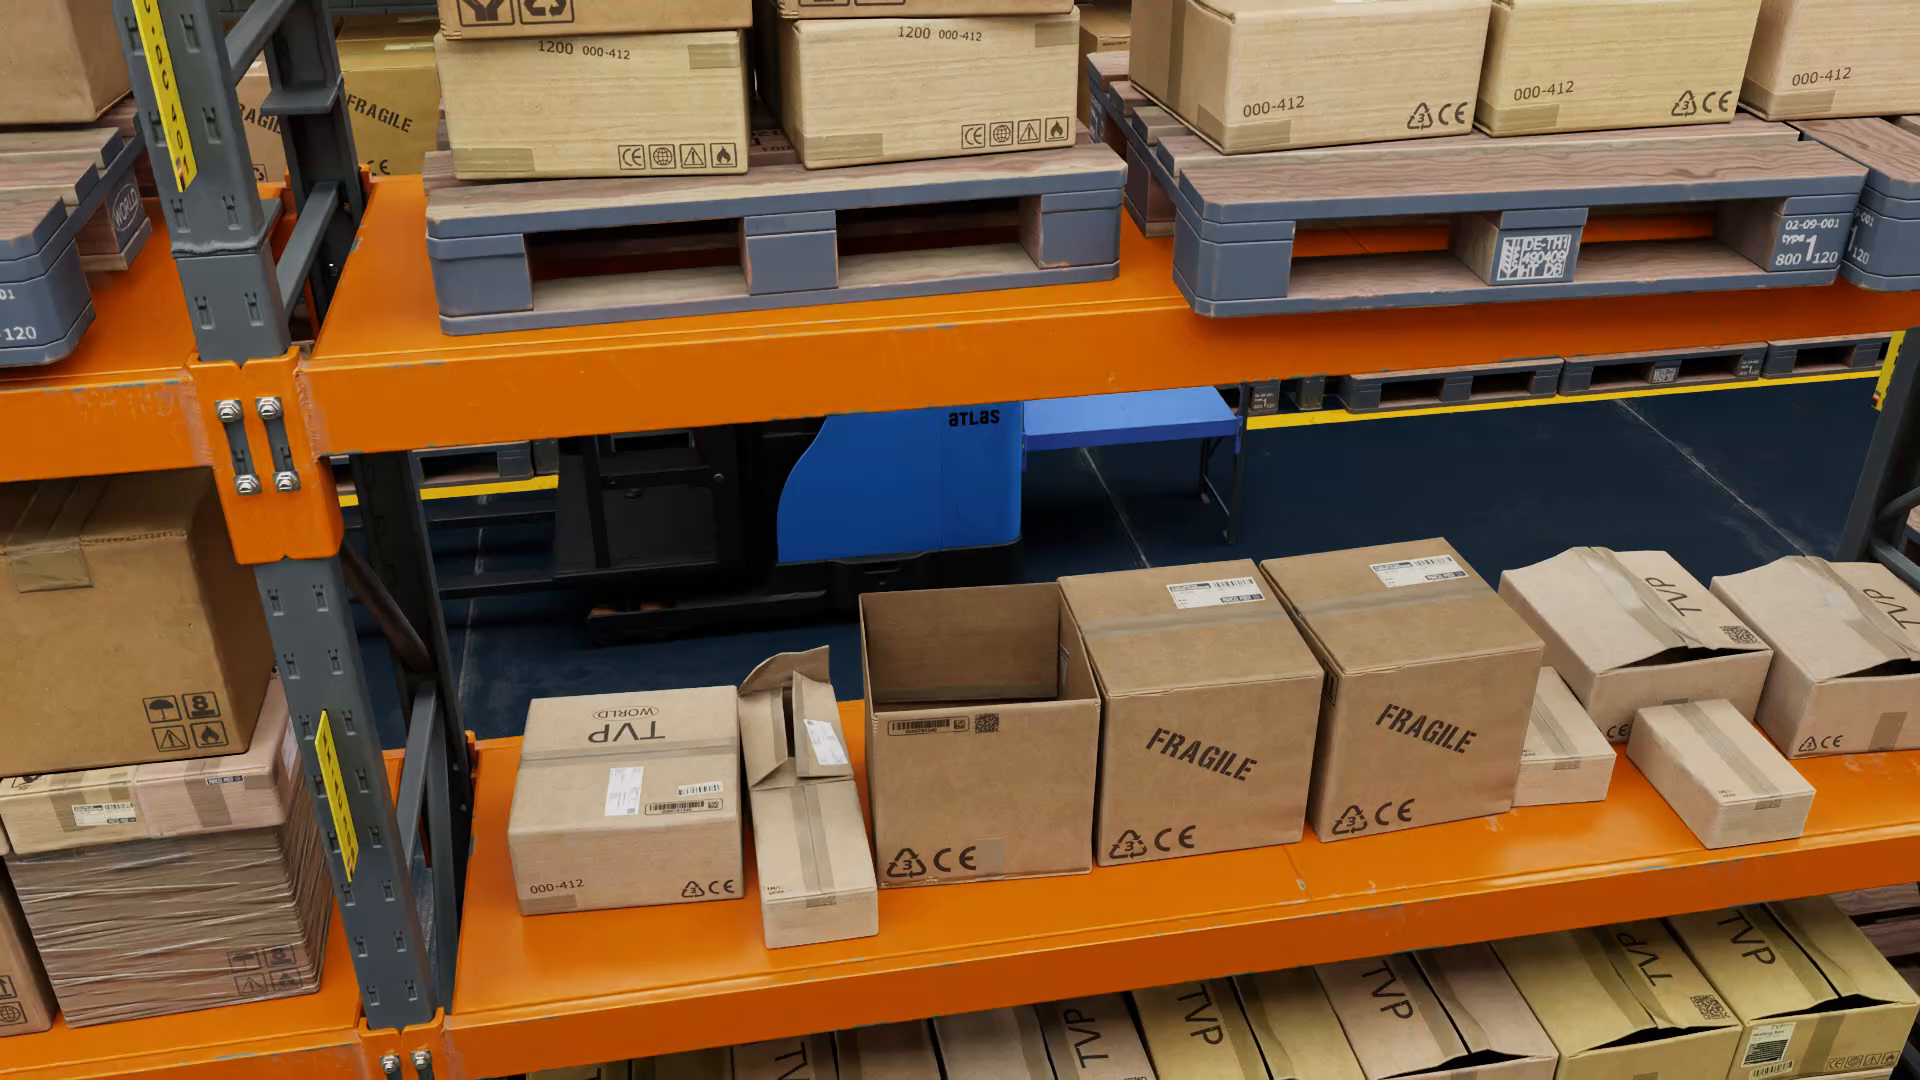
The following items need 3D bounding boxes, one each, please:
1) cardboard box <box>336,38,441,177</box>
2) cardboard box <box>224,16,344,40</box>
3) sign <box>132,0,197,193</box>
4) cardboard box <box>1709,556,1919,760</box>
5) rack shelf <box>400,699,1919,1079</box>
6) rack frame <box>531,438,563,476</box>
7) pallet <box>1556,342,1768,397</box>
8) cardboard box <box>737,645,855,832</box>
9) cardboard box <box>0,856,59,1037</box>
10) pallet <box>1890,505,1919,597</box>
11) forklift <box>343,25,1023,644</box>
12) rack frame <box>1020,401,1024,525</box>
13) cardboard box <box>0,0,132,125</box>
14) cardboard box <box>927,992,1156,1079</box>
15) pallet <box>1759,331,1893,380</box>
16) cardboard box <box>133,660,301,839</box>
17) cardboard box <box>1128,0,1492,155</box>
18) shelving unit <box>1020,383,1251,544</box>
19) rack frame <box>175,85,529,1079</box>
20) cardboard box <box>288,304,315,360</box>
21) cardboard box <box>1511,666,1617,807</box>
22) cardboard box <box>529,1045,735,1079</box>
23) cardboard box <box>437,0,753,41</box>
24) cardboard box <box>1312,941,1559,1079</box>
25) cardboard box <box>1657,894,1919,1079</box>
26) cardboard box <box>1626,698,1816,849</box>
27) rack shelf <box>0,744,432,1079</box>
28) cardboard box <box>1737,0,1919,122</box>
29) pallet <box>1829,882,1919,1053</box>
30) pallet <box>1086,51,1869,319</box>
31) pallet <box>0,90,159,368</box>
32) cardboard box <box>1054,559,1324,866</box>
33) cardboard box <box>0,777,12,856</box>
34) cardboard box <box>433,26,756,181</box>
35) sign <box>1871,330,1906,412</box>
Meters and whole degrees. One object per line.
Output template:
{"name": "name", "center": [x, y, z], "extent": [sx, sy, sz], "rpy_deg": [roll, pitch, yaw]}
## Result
{"name": "cardboard box", "center": [-2.550, -1.936, 7.471], "extent": [0.500, 0.500, 0.500], "rpy_deg": [-5, 31, -9]}
{"name": "cardboard box", "center": [-3.150, -2.149, 7.834], "extent": [0.500, 0.500, 0.500], "rpy_deg": [-5, 31, -9]}
{"name": "sign", "center": [-1.143, -0.670, 2.382], "extent": [0.005, 0.325, 0.100], "rpy_deg": [-5, 31, -9]}
{"name": "cardboard box", "center": [2.324, 0.288, 4.388], "extent": [0.500, 0.311, 0.500], "rpy_deg": [-3, 31, -6]}
{"name": "rack shelf", "center": [0.723, 0.731, 4.257], "extent": [4.000, 0.370, 1.077], "rpy_deg": [-5, 31, -9]}
{"name": "rack frame", "center": [-2.141, -1.866, 7.964], "extent": [0.127, 3.000, 1.000], "rpy_deg": [-5, 31, -9]}
{"name": "pallet", "center": [3.781, -1.173, 9.537], "extent": [1.213, 0.211, 1.003], "rpy_deg": [-5, 31, -9]}
{"name": "cardboard box", "center": [-0.413, 0.490, 4.090], "extent": [0.258, 0.266, 0.396], "rpy_deg": [-6, 31, -10]}
{"name": "cardboard box", "center": [-2.198, 0.656, 3.577], "extent": [0.500, 0.500, 0.700], "rpy_deg": [-6, 31, -9]}
{"name": "pallet", "center": [3.344, 0.224, 4.598], "extent": [1.003, 0.211, 1.213], "rpy_deg": [-5, 31, -9]}
{"name": "forklift", "center": [-1.292, -1.115, 6.754], "extent": [3.031, 2.935, 1.130], "rpy_deg": [-5, 31, -8]}
{"name": "rack frame", "center": [0.219, -0.665, 7.401], "extent": [0.032, 1.500, 0.500], "rpy_deg": [-5, 31, -8]}
{"name": "cardboard box", "center": [-1.788, -1.059, 2.982], "extent": [0.500, 0.500, 0.500], "rpy_deg": [-3, 31, -5]}
{"name": "cardboard box", "center": [0.209, 1.362, 4.220], "extent": [0.500, 0.311, 0.500], "rpy_deg": [-6, 31, -11]}
{"name": "pallet", "center": [4.983, -1.286, 9.729], "extent": [1.213, 0.211, 1.003], "rpy_deg": [-5, 31, -9]}
{"name": "cardboard box", "center": [-1.474, 0.413, 3.350], "extent": [0.250, 0.149, 0.380], "rpy_deg": [-5, 31, -9]}
{"name": "cardboard box", "center": [0.647, -0.950, 3.180], "extent": [0.500, 0.250, 0.500], "rpy_deg": [-8, 31, -13]}
{"name": "shelving unit", "center": [0.720, -0.708, 7.475], "extent": [1.048, 1.500, 0.538], "rpy_deg": [-5, 31, -8]}
{"name": "rack frame", "center": [-1.245, 0.604, 3.764], "extent": [0.127, 3.000, 1.000], "rpy_deg": [-5, 31, -9]}
{"name": "cardboard box", "center": [-3.154, -0.863, 8.291], "extent": [0.500, 0.500, 0.500], "rpy_deg": [-8, 31, -13]}
{"name": "cardboard box", "center": [1.446, 0.491, 4.203], "extent": [0.250, 0.149, 0.380], "rpy_deg": [-3, 31, -5]}
{"name": "cardboard box", "center": [-0.793, 1.453, 4.065], "extent": [0.500, 0.311, 0.500], "rpy_deg": [-5, 31, -9]}
{"name": "cardboard box", "center": [-0.631, -1.166, 2.808], "extent": [0.500, 0.500, 0.500], "rpy_deg": [-5, 31, -8]}
{"name": "cardboard box", "center": [1.212, 1.267, 4.381], "extent": [0.500, 0.311, 0.500], "rpy_deg": [-5, 31, -9]}
{"name": "cardboard box", "center": [2.219, 1.172, 4.543], "extent": [0.500, 0.311, 0.500], "rpy_deg": [-5, 31, -8]}
{"name": "cardboard box", "center": [1.855, 0.567, 4.075], "extent": [0.250, 0.149, 0.380], "rpy_deg": [-5, 31, -9]}
{"name": "rack shelf", "center": [-3.212, 1.096, 3.636], "extent": [4.000, 0.370, 1.077], "rpy_deg": [-5, 31, -9]}
{"name": "cardboard box", "center": [1.741, -1.045, 3.341], "extent": [0.500, 0.250, 0.500], "rpy_deg": [-4, 31, -8]}
{"name": "pallet", "center": [3.431, 1.391, 5.176], "extent": [1.213, 0.211, 1.003], "rpy_deg": [-5, 31, -9]}
{"name": "pallet", "center": [0.939, -0.763, 3.315], "extent": [1.213, 0.211, 1.003], "rpy_deg": [-4, 31, -7]}
{"name": "pallet", "center": [-2.079, -0.560, 2.872], "extent": [1.213, 0.211, 1.003], "rpy_deg": [-5, 31, -9]}
{"name": "cardboard box", "center": [0.524, 0.405, 4.004], "extent": [0.500, 0.500, 0.500], "rpy_deg": [-5, 31, -9]}
{"name": "cardboard box", "center": [-1.974, 0.459, 3.271], "extent": [0.250, 0.149, 0.380], "rpy_deg": [-6, 31, -10]}
{"name": "cardboard box", "center": [-0.637, -0.857, 3.023], "extent": [0.500, 0.250, 0.500], "rpy_deg": [-2, 31, -4]}
{"name": "sign", "center": [2.583, -0.496, 4.570], "extent": [0.005, 0.325, 0.100], "rpy_deg": [-5, 31, -9]}
